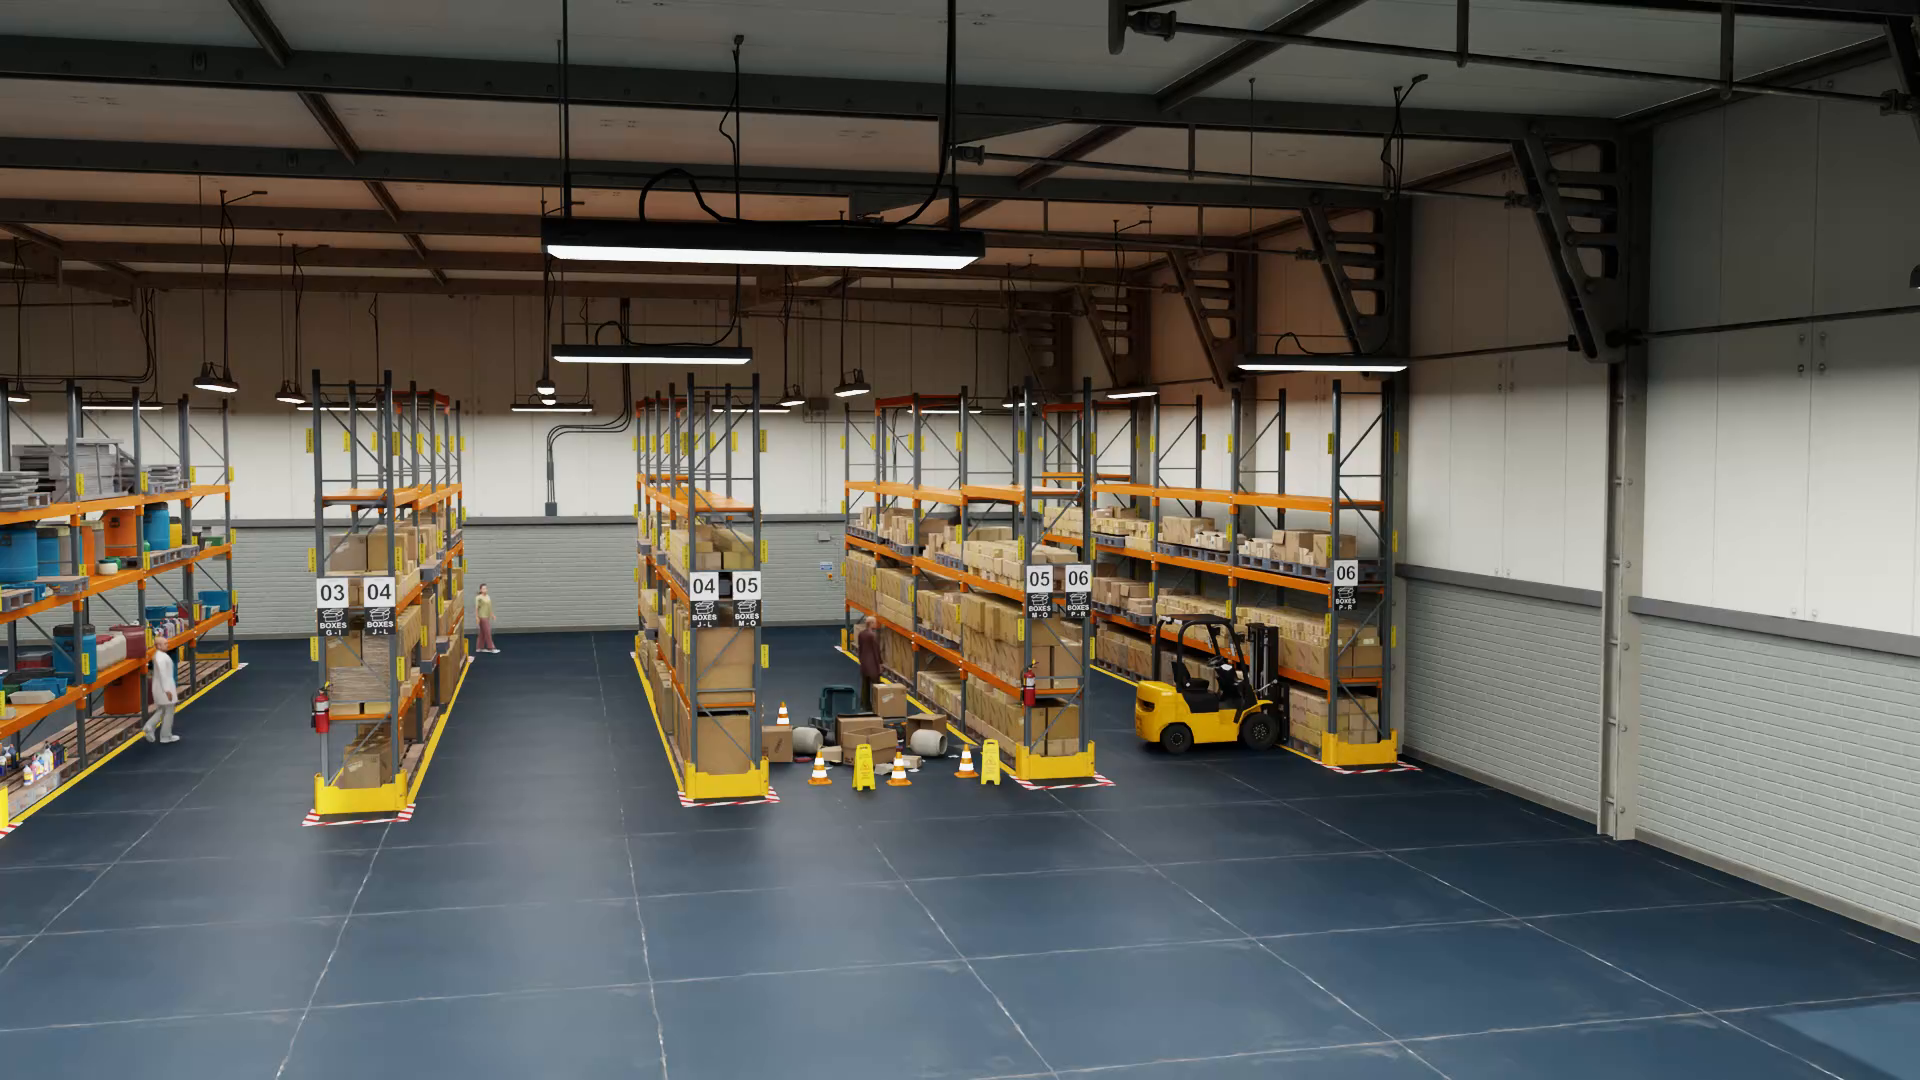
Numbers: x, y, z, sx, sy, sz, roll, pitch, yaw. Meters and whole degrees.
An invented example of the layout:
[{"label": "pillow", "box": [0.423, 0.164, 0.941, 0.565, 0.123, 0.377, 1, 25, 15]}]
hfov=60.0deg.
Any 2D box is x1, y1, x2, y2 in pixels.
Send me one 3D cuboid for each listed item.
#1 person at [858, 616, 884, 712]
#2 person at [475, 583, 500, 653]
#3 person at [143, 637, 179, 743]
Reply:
[{"label": "person", "box": [-1.618, 2.310, 31.005, 0.439, 1.782, 0.652, -3, 4, -42]}, {"label": "person", "box": [-11.296, 1.872, 39.859, 0.660, 1.661, 0.461, 0, 3, 2]}, {"label": "person", "box": [-13.333, 2.497, 27.725, 0.547, 1.772, 0.602, 2, 4, 27]}]
